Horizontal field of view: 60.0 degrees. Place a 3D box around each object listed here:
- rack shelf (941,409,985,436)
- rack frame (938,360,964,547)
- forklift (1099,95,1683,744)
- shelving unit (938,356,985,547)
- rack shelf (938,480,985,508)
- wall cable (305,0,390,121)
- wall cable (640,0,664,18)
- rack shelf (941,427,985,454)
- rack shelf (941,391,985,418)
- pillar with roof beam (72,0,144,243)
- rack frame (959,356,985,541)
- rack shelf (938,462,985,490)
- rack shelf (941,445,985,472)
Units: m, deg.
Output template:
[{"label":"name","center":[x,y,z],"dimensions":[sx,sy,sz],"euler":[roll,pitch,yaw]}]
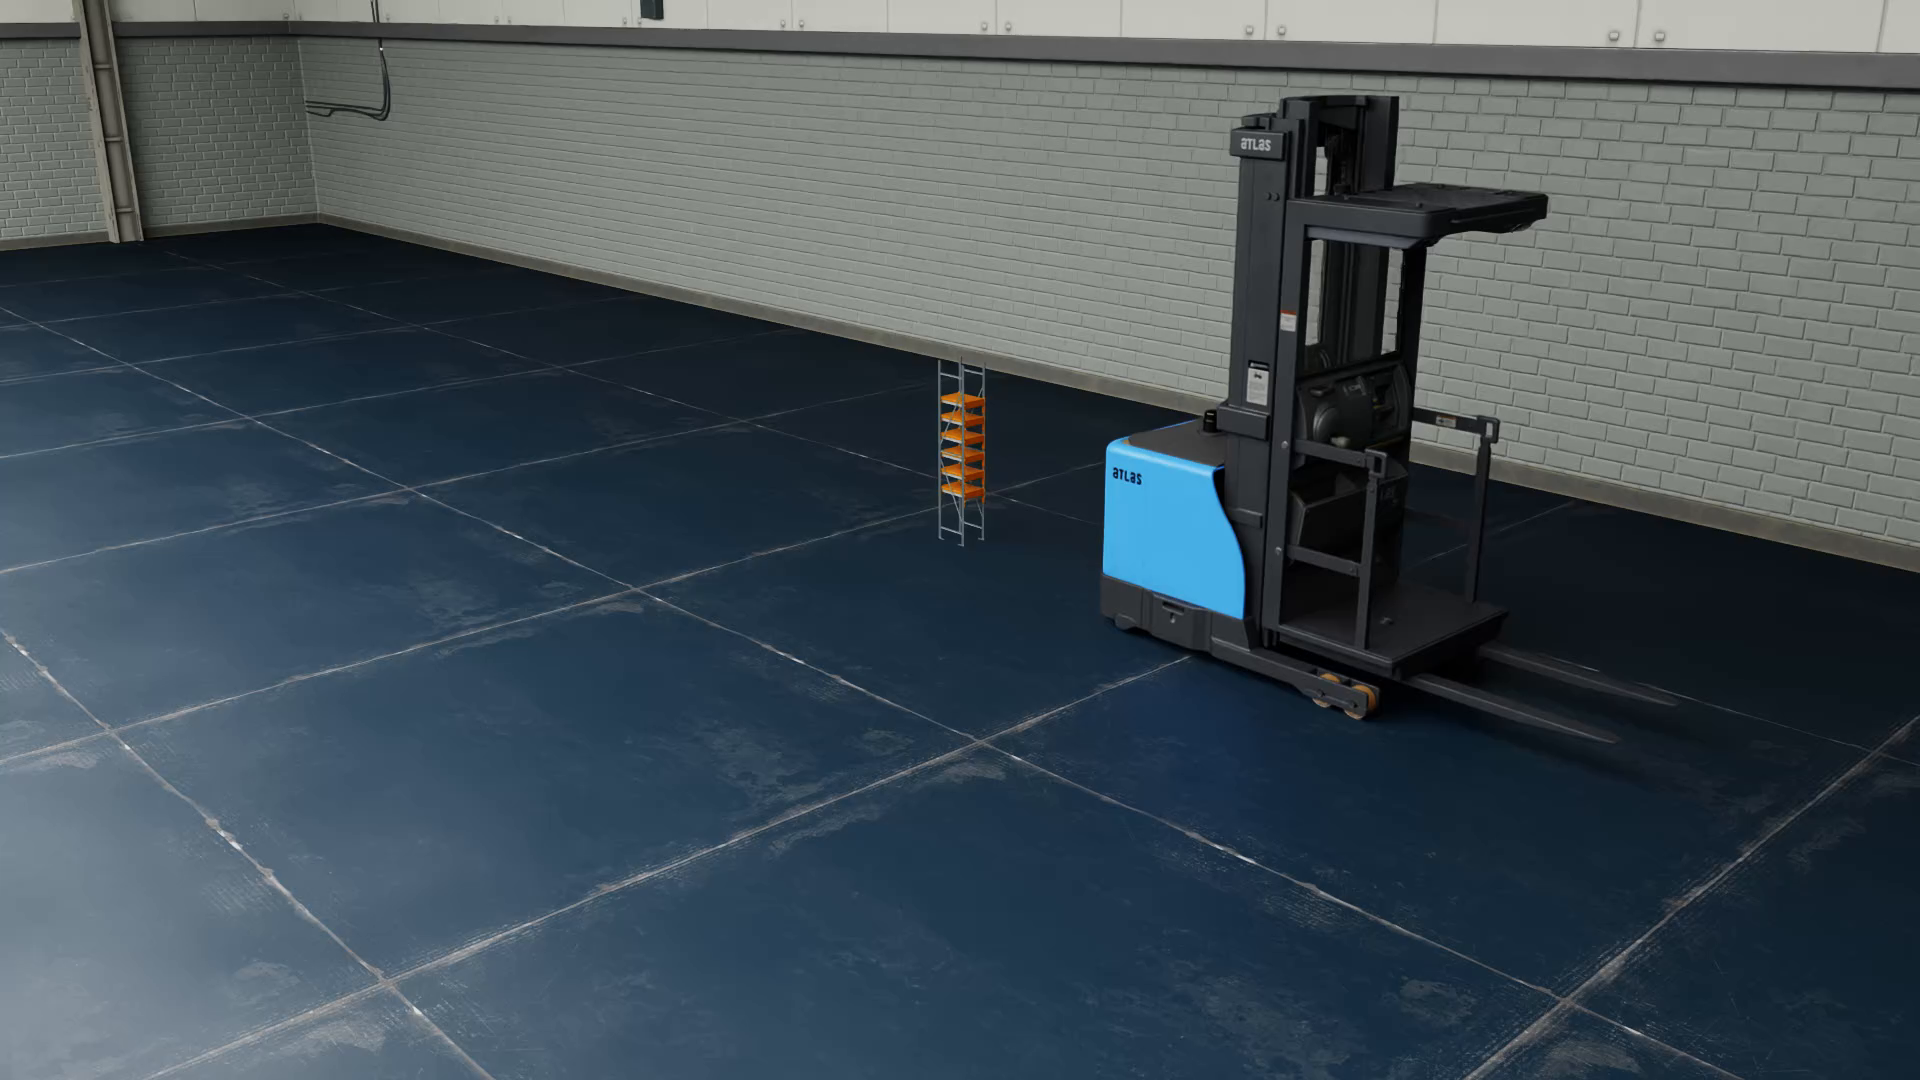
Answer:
[{"label":"rack shelf","center":[0.010,-0.760,10.749],"dimensions":[0.180,0.103,0.258],"euler":[-16,24,-41]},{"label":"rack frame","center":[-0.056,-0.554,10.749],"dimensions":[0.006,1.200,0.240],"euler":[-16,24,-41]},{"label":"forklift","center":[2.159,-0.684,8.343],"dimensions":[1.130,2.935,3.031],"euler":[-16,24,-40]},{"label":"shelving unit","center":[0.010,-0.574,10.809],"dimensions":[0.189,1.200,0.258],"euler":[-16,24,-41]},{"label":"rack shelf","center":[0.011,-0.303,10.897],"dimensions":[0.180,0.103,0.258],"euler":[-16,24,-41]},{"label":"wall cable","center":[-9.323,-7.575,24.792],"dimensions":[0.112,2.526,3.097],"euler":[-16,24,-41]},{"label":"wall cable","center":[-2.812,-8.539,17.216],"dimensions":[0.169,6.003,2.305],"euler":[-16,24,-41]},{"label":"rack shelf","center":[0.010,-0.646,10.786],"dimensions":[0.180,0.103,0.258],"euler":[-16,24,-41]},{"label":"rack shelf","center":[0.010,-0.874,10.712],"dimensions":[0.180,0.103,0.258],"euler":[-16,24,-41]},{"label":"pillar with roof beam","center":[-9.414,-7.759,20.326],"dimensions":[0.400,9.000,9.100],"euler":[-16,24,-41]},{"label":"rack frame","center":[0.077,-0.593,10.869],"dimensions":[0.006,1.200,0.240],"euler":[-16,24,-41]},{"label":"rack shelf","center":[0.010,-0.417,10.860],"dimensions":[0.180,0.103,0.258],"euler":[-16,24,-41]},{"label":"rack shelf","center":[0.010,-0.532,10.823],"dimensions":[0.180,0.103,0.258],"euler":[-16,24,-41]}]
